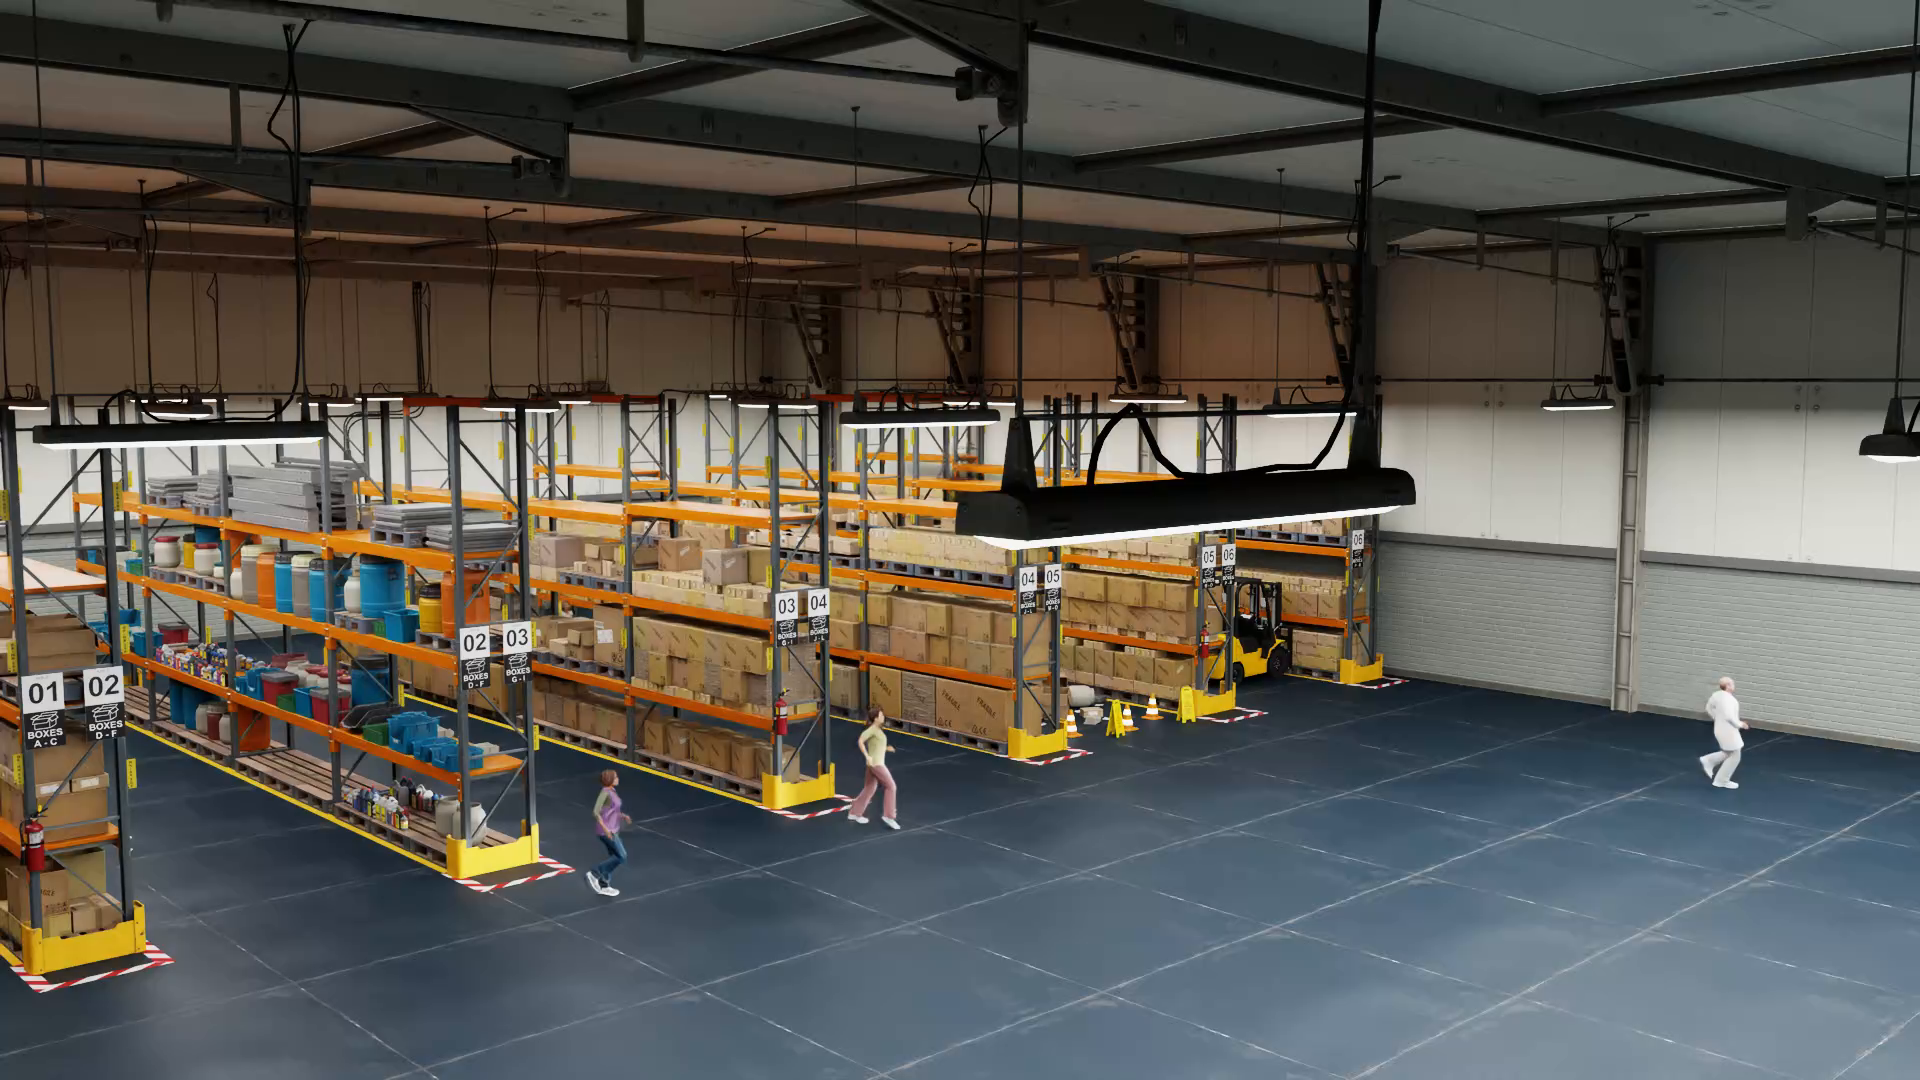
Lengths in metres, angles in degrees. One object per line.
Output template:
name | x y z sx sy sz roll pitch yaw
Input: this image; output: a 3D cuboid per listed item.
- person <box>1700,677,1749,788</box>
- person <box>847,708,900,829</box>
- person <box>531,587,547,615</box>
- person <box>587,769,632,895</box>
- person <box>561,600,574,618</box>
person | 11.881 2.983 25.806 0.622 1.735 0.711 0 6 4
person | -1.235 3.232 23.595 0.746 1.720 0.574 -1 6 -7
person | -10.277 1.563 40.594 0.603 1.765 0.802 5 7 41
person | -4.310 3.585 20.427 0.534 1.570 0.551 -1 6 -5
person | -8.548 2.085 36.079 0.545 1.564 0.623 -5 7 -42
